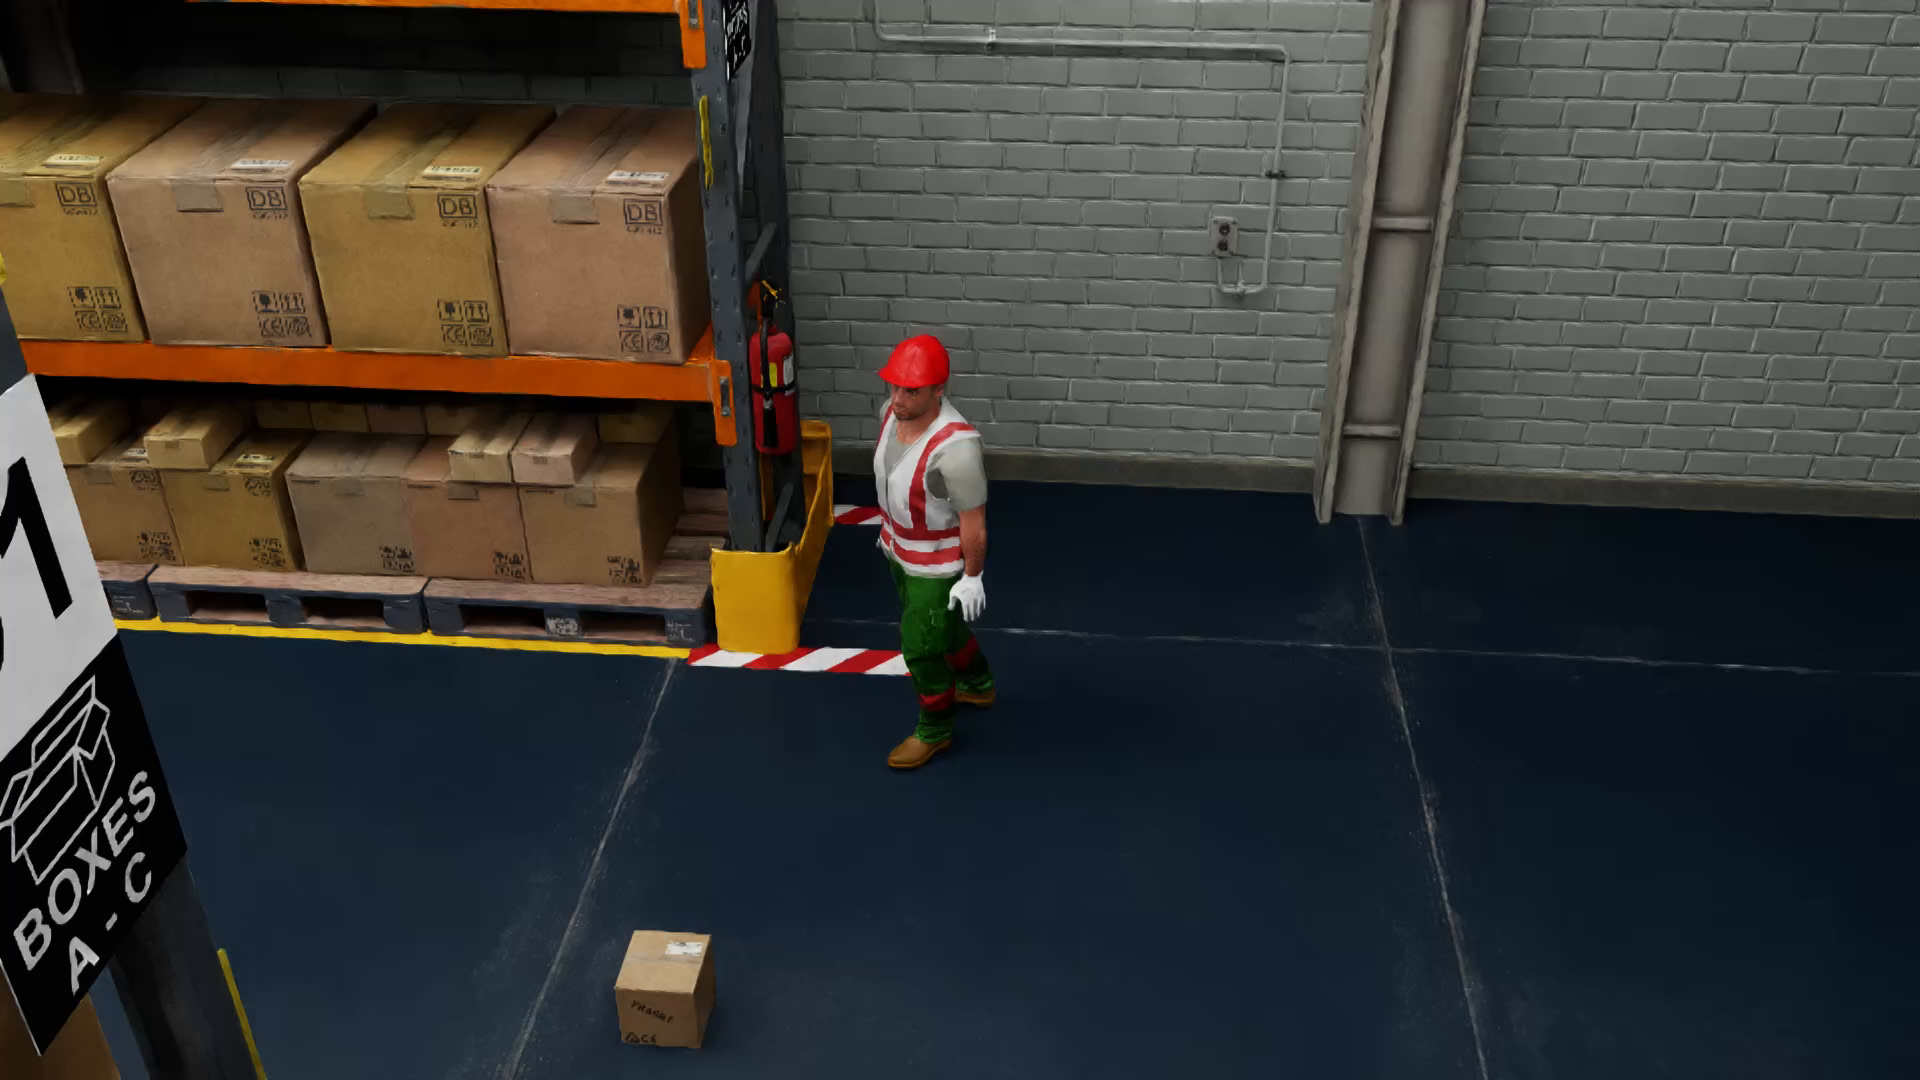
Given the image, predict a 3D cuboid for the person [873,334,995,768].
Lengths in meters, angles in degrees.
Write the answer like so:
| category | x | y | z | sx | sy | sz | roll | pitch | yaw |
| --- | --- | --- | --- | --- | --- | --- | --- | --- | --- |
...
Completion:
| category | x | y | z | sx | sy | sz | roll | pitch | yaw |
| --- | --- | --- | --- | --- | --- | --- | --- | --- | --- |
| person | -0.062 | 0.023 | 6.080 | 0.562 | 1.777 | 0.584 | -17 | 35 | -25 |
